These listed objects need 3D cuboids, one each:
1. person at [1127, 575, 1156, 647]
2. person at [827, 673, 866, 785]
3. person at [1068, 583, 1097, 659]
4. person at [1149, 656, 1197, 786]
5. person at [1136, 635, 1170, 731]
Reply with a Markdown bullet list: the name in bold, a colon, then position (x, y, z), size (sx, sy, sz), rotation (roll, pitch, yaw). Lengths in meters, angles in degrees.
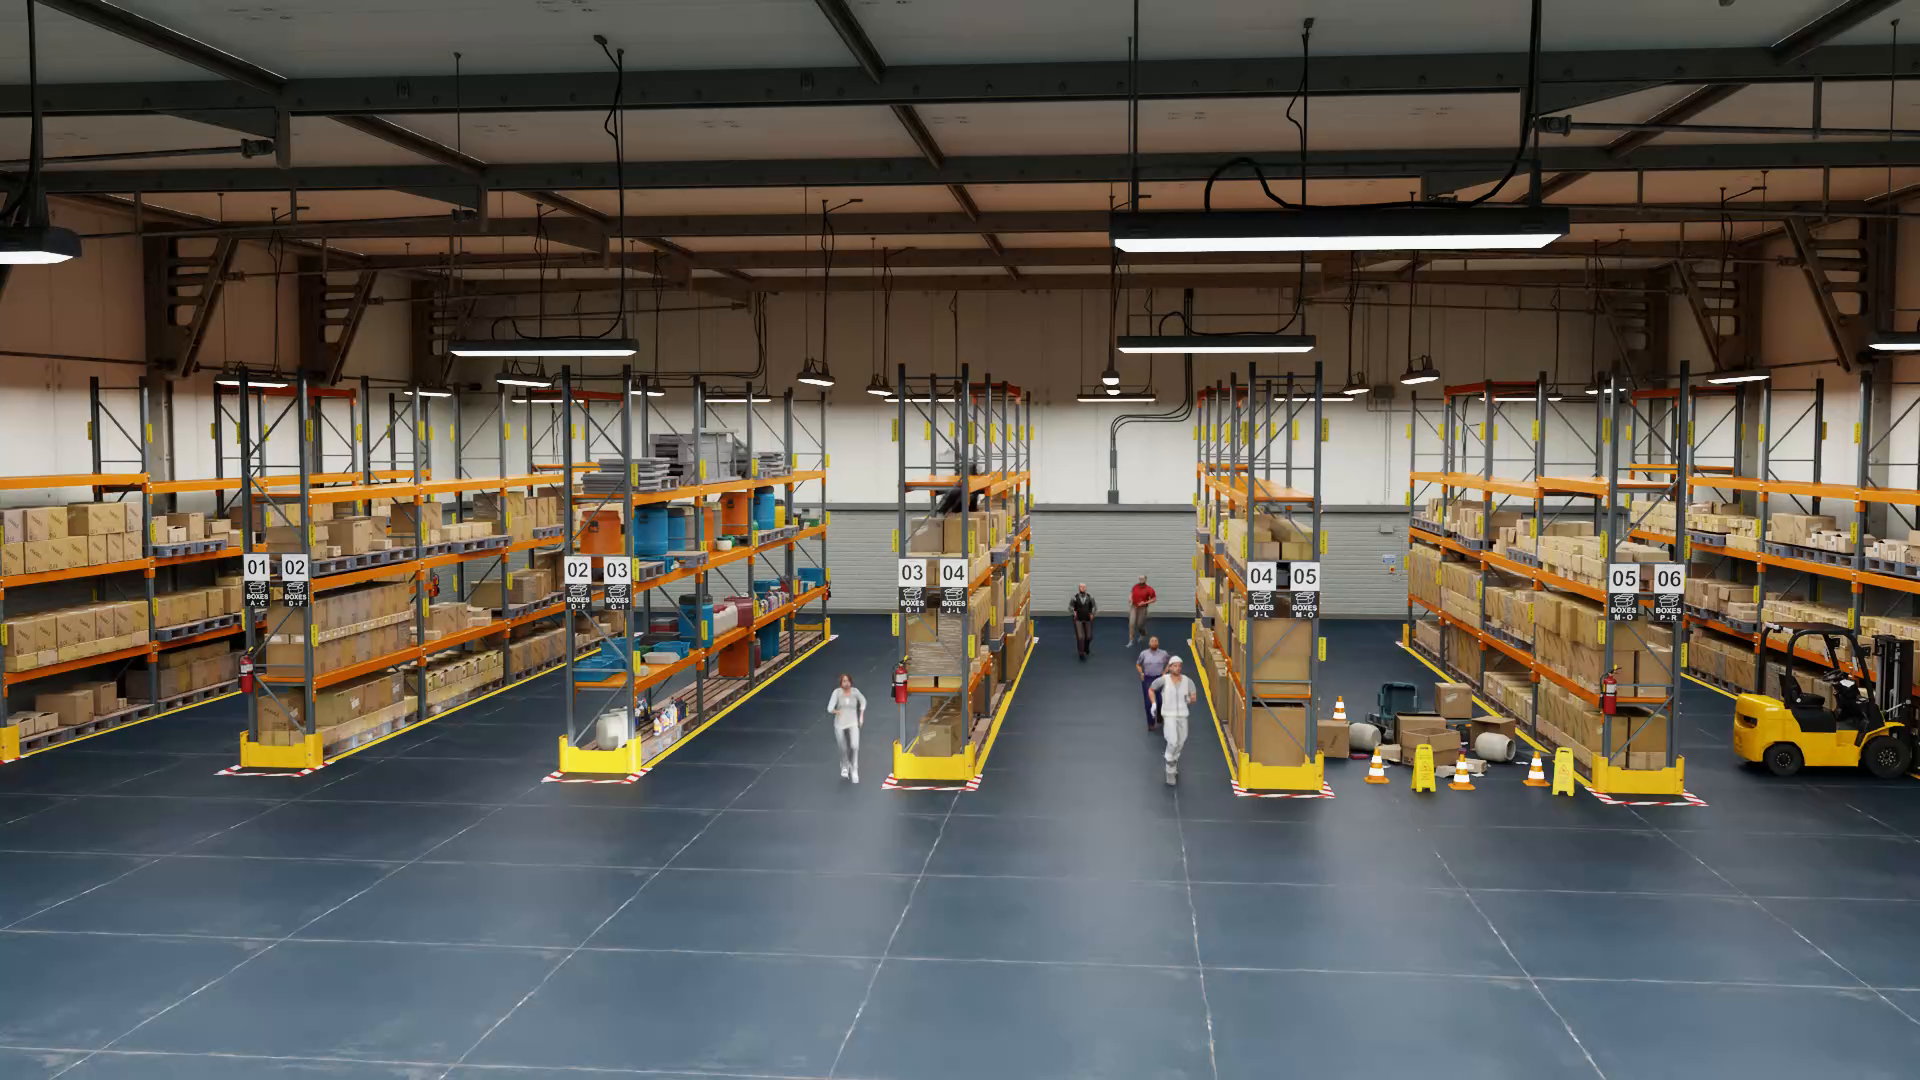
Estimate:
- **person**: position (4.286, 1.665, 39.192), size (0.708, 1.702, 0.811), rotation (2, 4, 32)
- **person**: position (-1.620, 2.693, 23.819), size (0.558, 1.575, 0.737), rotation (0, 4, -6)
- **person**: position (2.727, 1.794, 36.928), size (0.655, 1.674, 0.601), rotation (0, 4, -1)
- **person**: position (3.077, 2.580, 23.854), size (0.645, 1.841, 0.767), rotation (-1, 4, -12)
- **person**: position (3.266, 2.403, 28.078), size (0.605, 1.593, 0.558), rotation (0, 4, 5)
